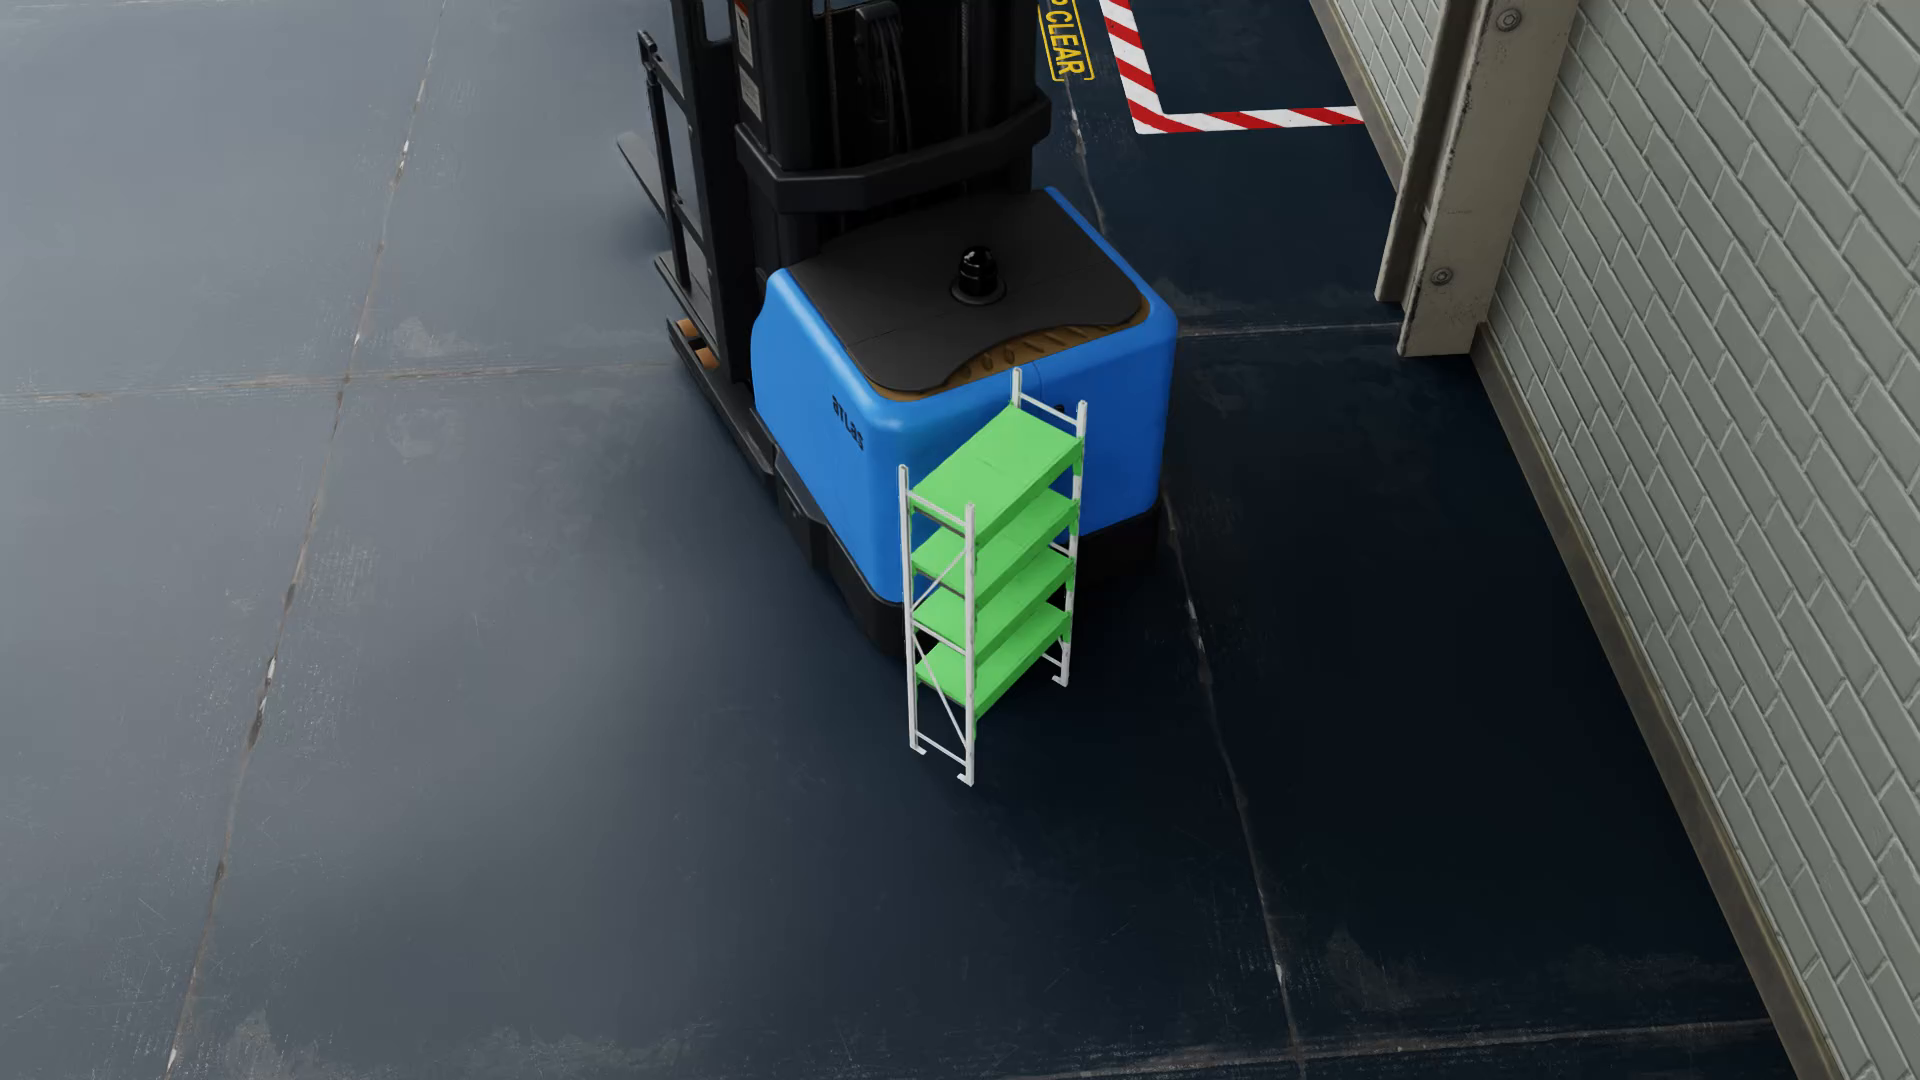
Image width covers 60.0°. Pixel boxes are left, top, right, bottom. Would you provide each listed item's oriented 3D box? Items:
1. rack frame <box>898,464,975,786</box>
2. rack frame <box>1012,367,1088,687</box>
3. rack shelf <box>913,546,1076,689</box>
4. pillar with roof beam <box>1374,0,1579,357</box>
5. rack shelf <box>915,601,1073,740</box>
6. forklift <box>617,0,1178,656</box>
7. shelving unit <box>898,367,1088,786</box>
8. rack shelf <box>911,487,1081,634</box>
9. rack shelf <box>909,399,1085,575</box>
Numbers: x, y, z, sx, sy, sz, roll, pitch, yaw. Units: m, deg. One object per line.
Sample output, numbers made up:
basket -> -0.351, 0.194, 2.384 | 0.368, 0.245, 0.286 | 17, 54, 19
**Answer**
rack frame -> -0.058, 0.276, 4.662 | 0.240, 1.200, 0.015 | 30, 53, 25
rack frame -> 0.245, -0.002, 4.925 | 0.240, 1.200, 0.015 | 30, 53, 25
rack shelf -> 0.094, 0.181, 4.840 | 0.258, 0.148, 0.480 | 30, 53, 25
pillar with roof beam -> -2.454, -3.693, 3.050 | 9.100, 9.000, 0.400 | -3, 47, -3
rack shelf -> 0.094, 0.346, 5.013 | 0.258, 0.148, 0.480 | 30, 53, 25
forklift -> -0.462, -1.712, 5.353 | 1.130, 2.935, 3.031 | -21, 50, -19
shelving unit -> 0.093, 0.137, 4.793 | 0.258, 1.200, 0.503 | 30, 53, 25
rack shelf -> 0.093, 0.015, 4.666 | 0.258, 0.148, 0.480 | 30, 53, 25
rack shelf -> 0.092, -0.150, 4.492 | 0.258, 0.148, 0.480 | 30, 53, 25
